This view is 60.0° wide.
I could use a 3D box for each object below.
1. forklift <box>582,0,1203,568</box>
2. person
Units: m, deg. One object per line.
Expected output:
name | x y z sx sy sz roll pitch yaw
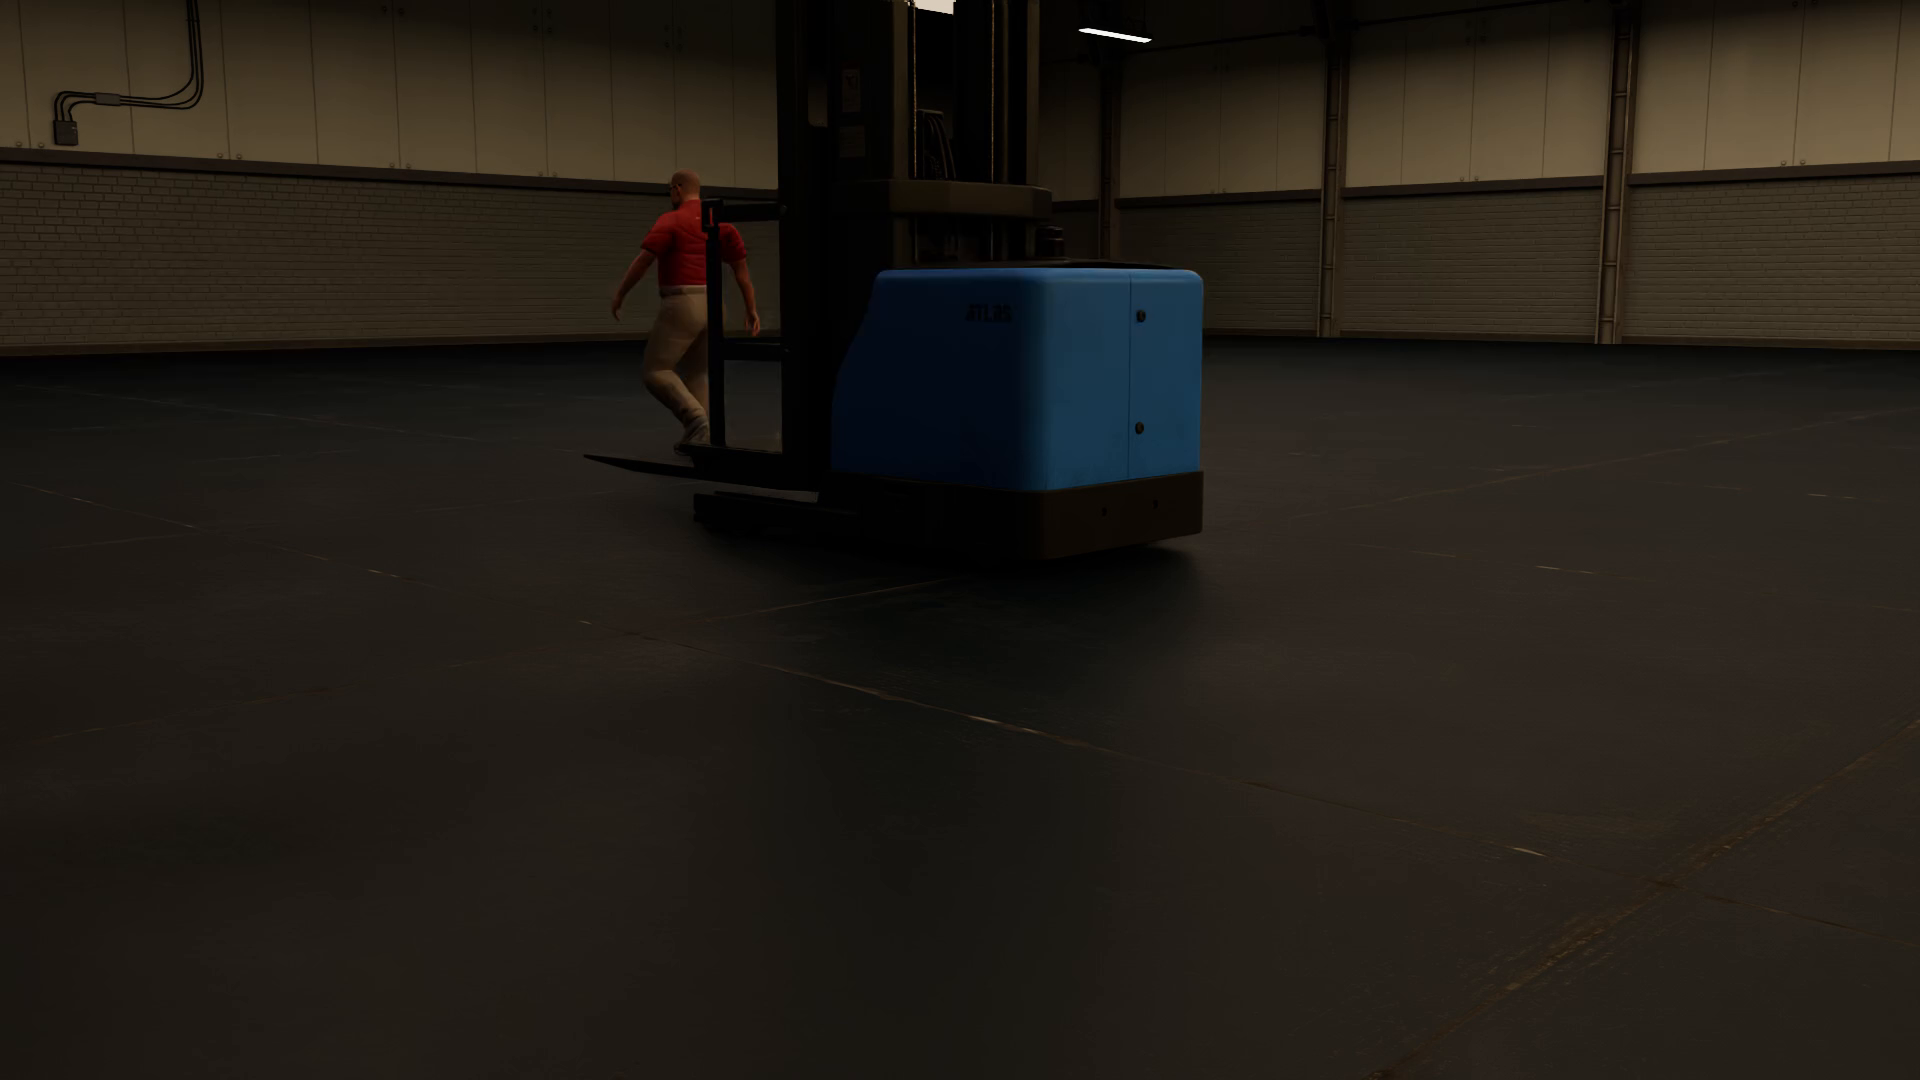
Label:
forklift | -0.474 -1.513 6.922 3.031 2.935 1.130 8 12 43
person | -1.596 -1.342 9.907 0.595 1.710 0.792 7 11 41
